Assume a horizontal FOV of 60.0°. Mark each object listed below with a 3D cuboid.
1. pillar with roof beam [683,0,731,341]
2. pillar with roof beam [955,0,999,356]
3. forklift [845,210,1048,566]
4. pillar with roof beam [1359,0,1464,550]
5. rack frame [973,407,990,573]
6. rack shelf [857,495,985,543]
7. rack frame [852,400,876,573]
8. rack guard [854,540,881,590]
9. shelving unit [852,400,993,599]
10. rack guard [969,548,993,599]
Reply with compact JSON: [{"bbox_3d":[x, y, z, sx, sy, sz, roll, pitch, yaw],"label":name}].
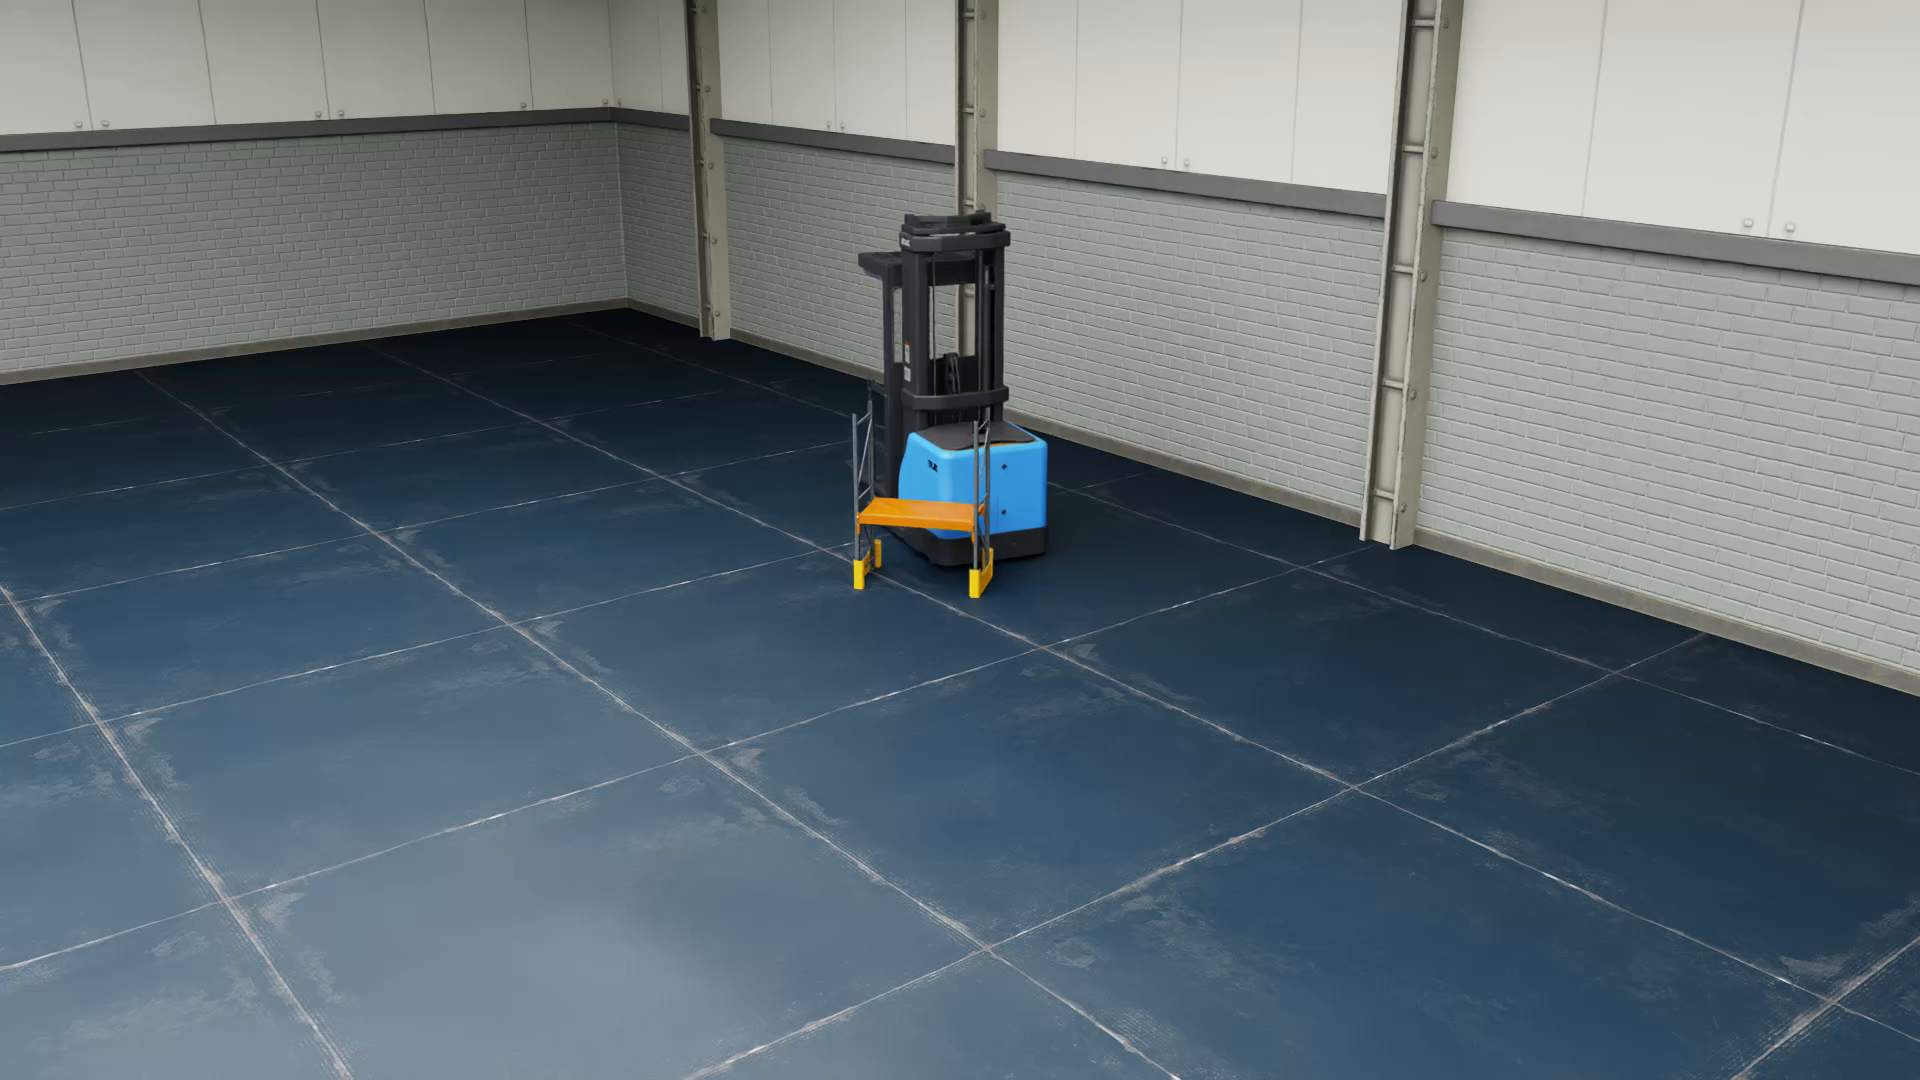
[{"bbox_3d":[-6.917,-6.378,20.195,9.100,9.000,0.400,-14,23,-36],"label":"pillar with roof beam"},{"bbox_3d":[-3.192,-4.899,15.730,9.100,9.000,0.400,-14,23,-36],"label":"pillar with roof beam"},{"bbox_3d":[-0.268,-1.588,15.384,1.130,2.935,3.031,-8,20,-22],"label":"forklift"},{"bbox_3d":[0.533,-3.421,11.265,9.100,9.000,0.400,-14,23,-36],"label":"pillar with roof beam"},{"bbox_3d":[0.182,-0.316,13.817,0.032,1.500,0.500,4,19,12],"label":"rack frame"},{"bbox_3d":[-0.313,-0.181,13.983,1.000,0.185,0.538,4,19,12],"label":"rack shelf"},{"bbox_3d":[-0.808,-0.388,14.036,0.032,1.500,0.500,4,19,12],"label":"rack frame"},{"bbox_3d":[-0.789,0.207,14.228,0.087,0.250,0.587,4,19,12],"label":"rack guard"},{"bbox_3d":[-0.304,-0.351,13.925,1.083,1.500,0.587,4,19,12],"label":"shelving unit"},{"bbox_3d":[0.181,0.278,14.014,0.087,0.250,0.587,4,19,12],"label":"rack guard"}]
